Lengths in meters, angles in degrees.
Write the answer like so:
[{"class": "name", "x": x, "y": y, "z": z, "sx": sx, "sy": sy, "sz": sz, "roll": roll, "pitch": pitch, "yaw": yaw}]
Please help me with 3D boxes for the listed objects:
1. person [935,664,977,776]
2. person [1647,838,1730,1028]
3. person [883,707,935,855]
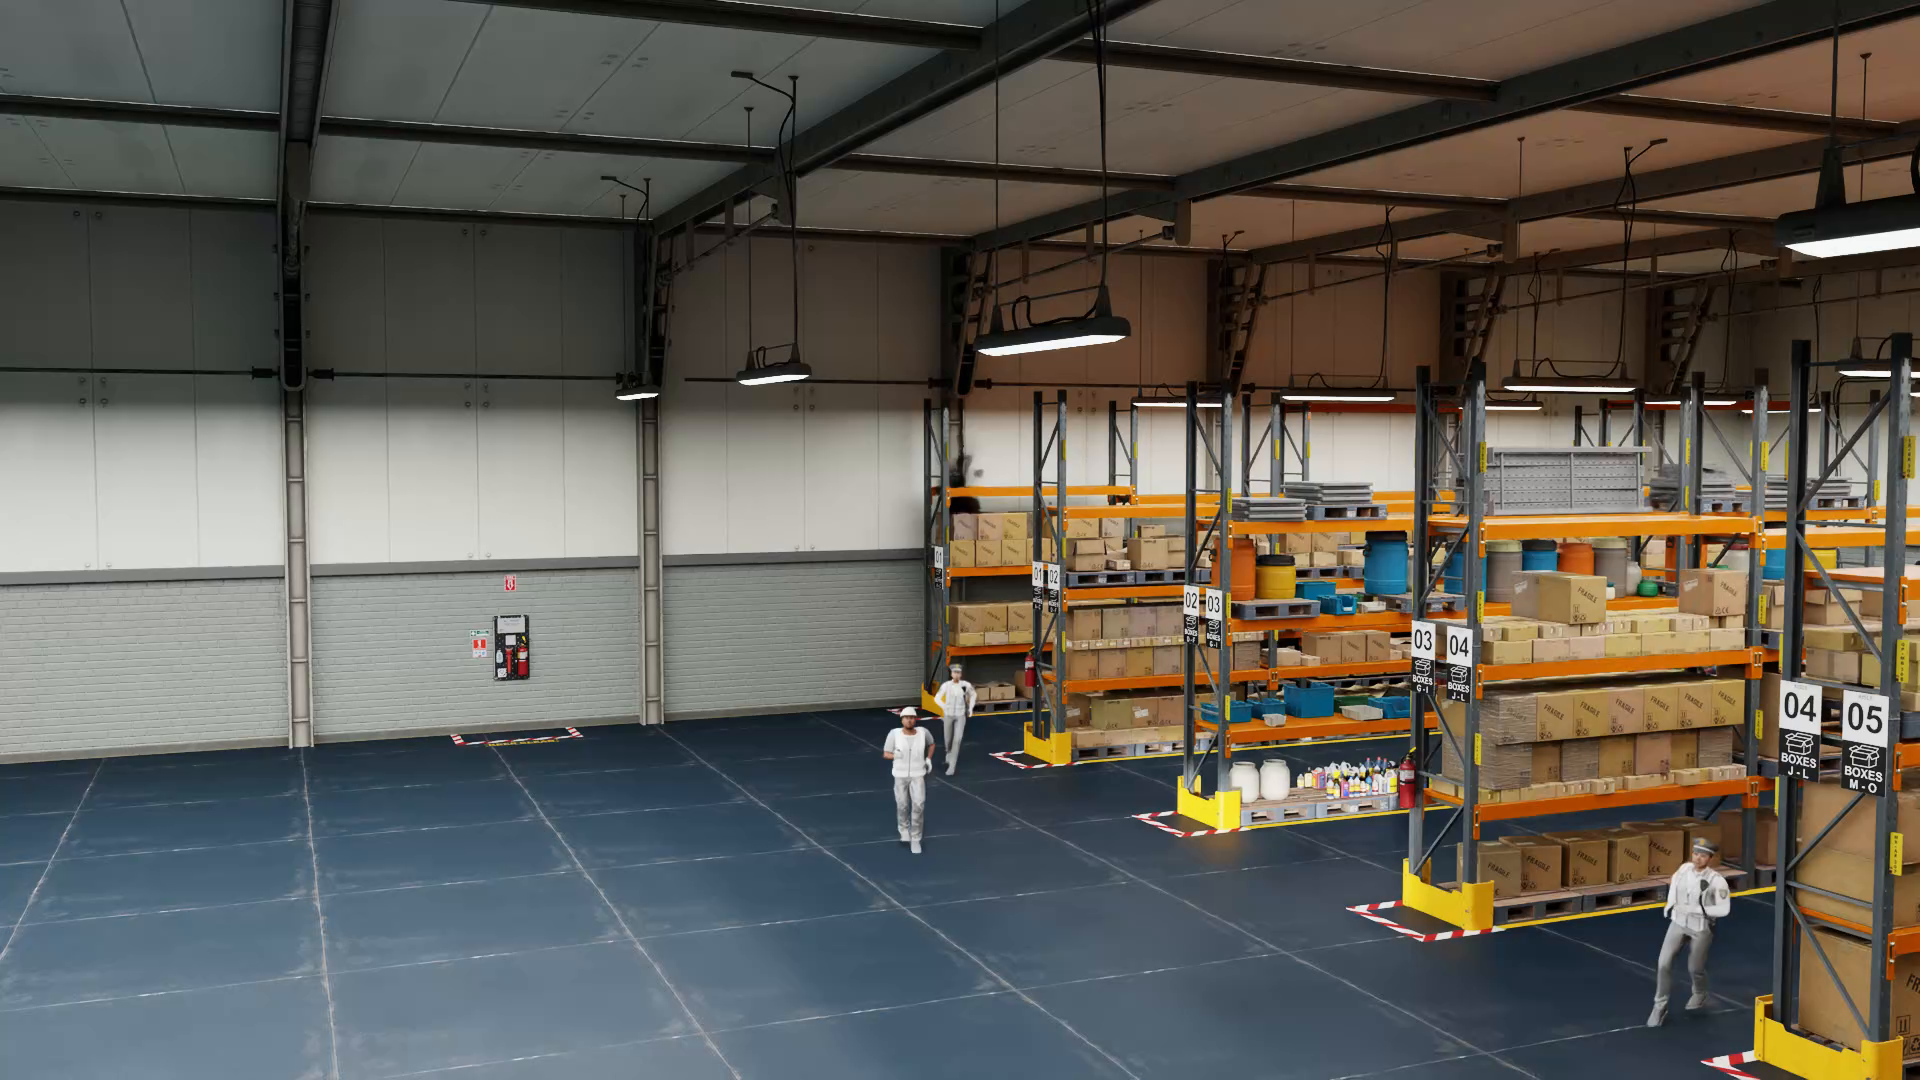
[{"class": "person", "x": -0.075, "y": 2.778, "z": 26.084, "sx": 0.653, "sy": 1.692, "sz": 0.946, "roll": 0, "pitch": 3, "yaw": 5}, {"class": "person", "x": 6.535, "y": 3.474, "z": 14.764, "sx": 0.807, "sy": 1.732, "sz": 0.610, "roll": -3, "pitch": 5, "yaw": -43}, {"class": "person", "x": -0.650, "y": 3.032, "z": 21.062, "sx": 0.641, "sy": 1.841, "sz": 0.725, "roll": 0, "pitch": 3, "yaw": -2}]
